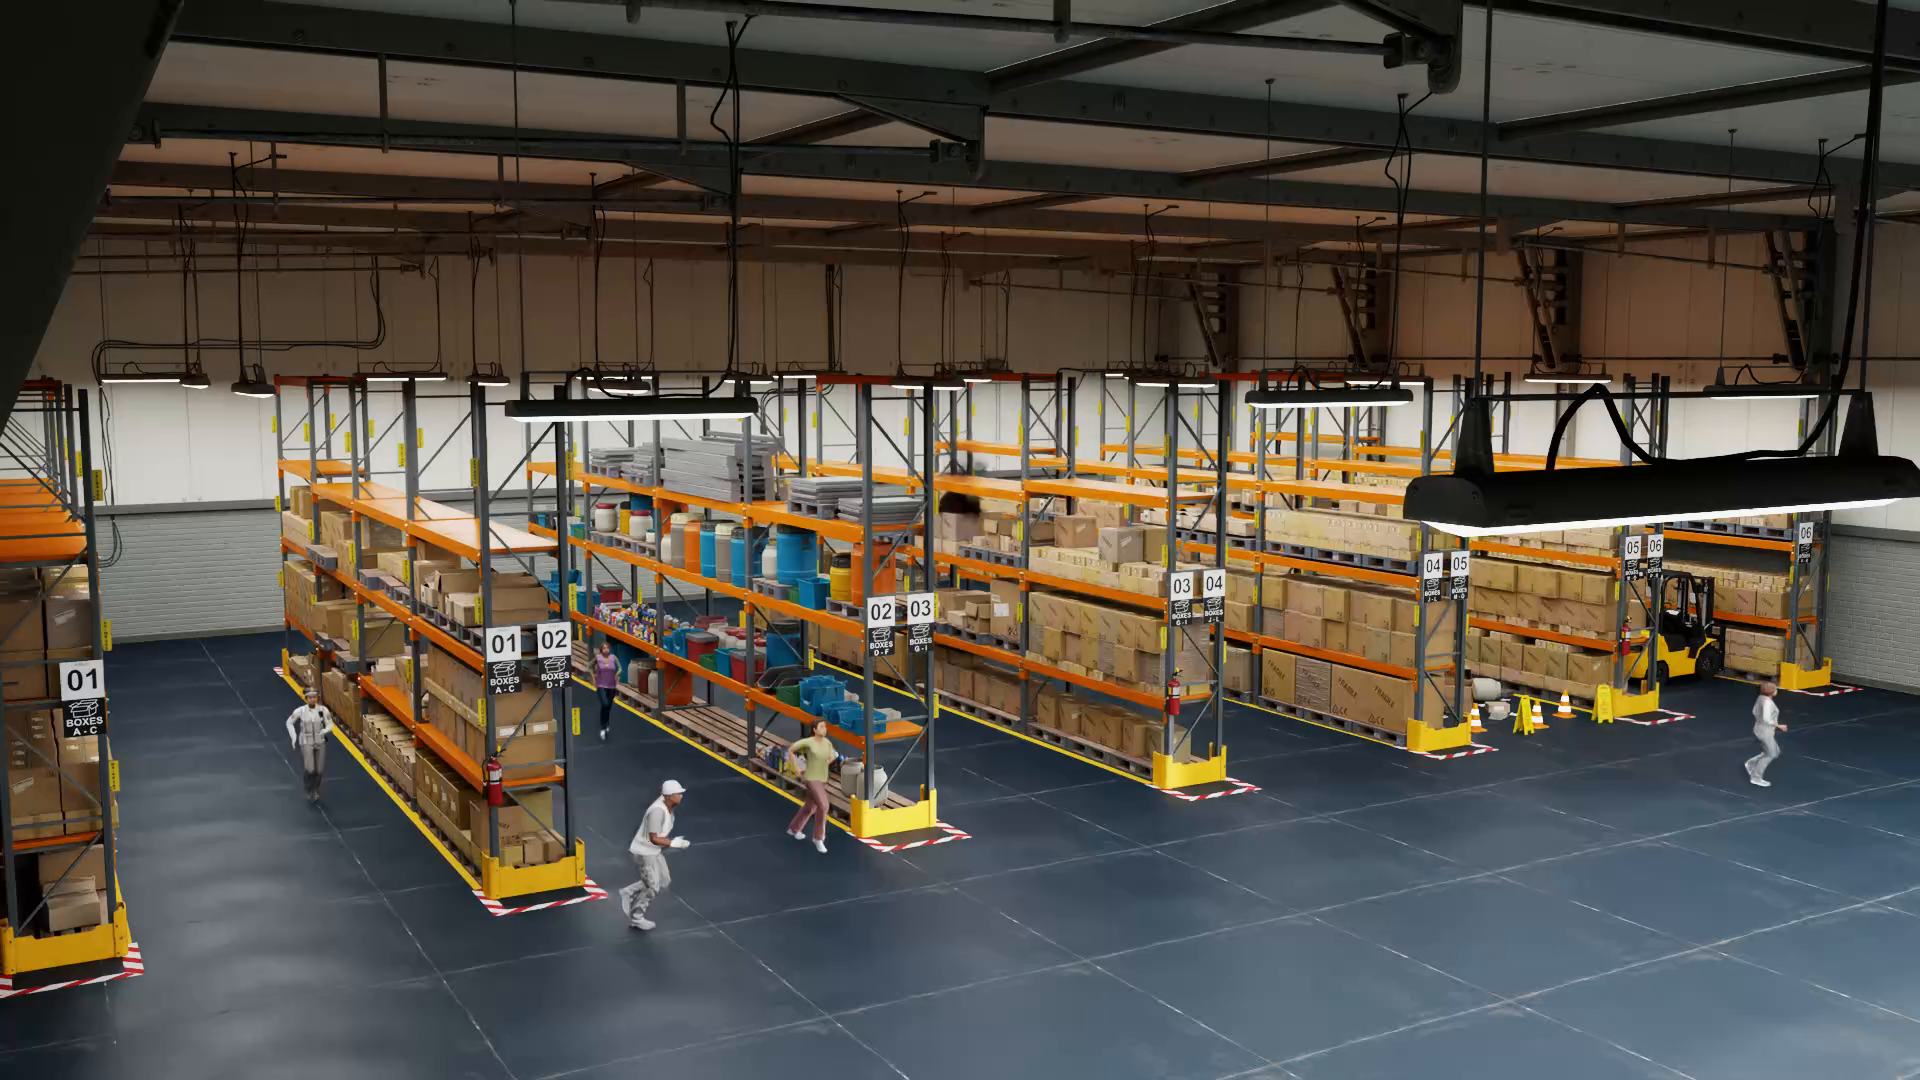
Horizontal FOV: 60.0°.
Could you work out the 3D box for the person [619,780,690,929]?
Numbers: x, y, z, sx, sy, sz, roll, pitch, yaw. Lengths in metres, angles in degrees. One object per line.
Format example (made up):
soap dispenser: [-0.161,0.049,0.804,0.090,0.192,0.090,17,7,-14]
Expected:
person: [-3.395,3.487,18.591,0.804,1.654,0.705,0,6,1]

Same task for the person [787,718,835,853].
person: [-1.902,3.152,21.650,0.754,1.700,0.562,4,8,36]

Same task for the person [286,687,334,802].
person: [-9.197,2.908,23.631,0.593,1.660,0.616,-4,7,-33]

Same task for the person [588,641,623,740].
person: [-5.920,2.495,27.838,0.515,1.632,0.717,-3,7,-28]

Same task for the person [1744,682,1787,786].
person: [11.929,2.869,24.603,0.530,1.567,0.541,2,7,17]
